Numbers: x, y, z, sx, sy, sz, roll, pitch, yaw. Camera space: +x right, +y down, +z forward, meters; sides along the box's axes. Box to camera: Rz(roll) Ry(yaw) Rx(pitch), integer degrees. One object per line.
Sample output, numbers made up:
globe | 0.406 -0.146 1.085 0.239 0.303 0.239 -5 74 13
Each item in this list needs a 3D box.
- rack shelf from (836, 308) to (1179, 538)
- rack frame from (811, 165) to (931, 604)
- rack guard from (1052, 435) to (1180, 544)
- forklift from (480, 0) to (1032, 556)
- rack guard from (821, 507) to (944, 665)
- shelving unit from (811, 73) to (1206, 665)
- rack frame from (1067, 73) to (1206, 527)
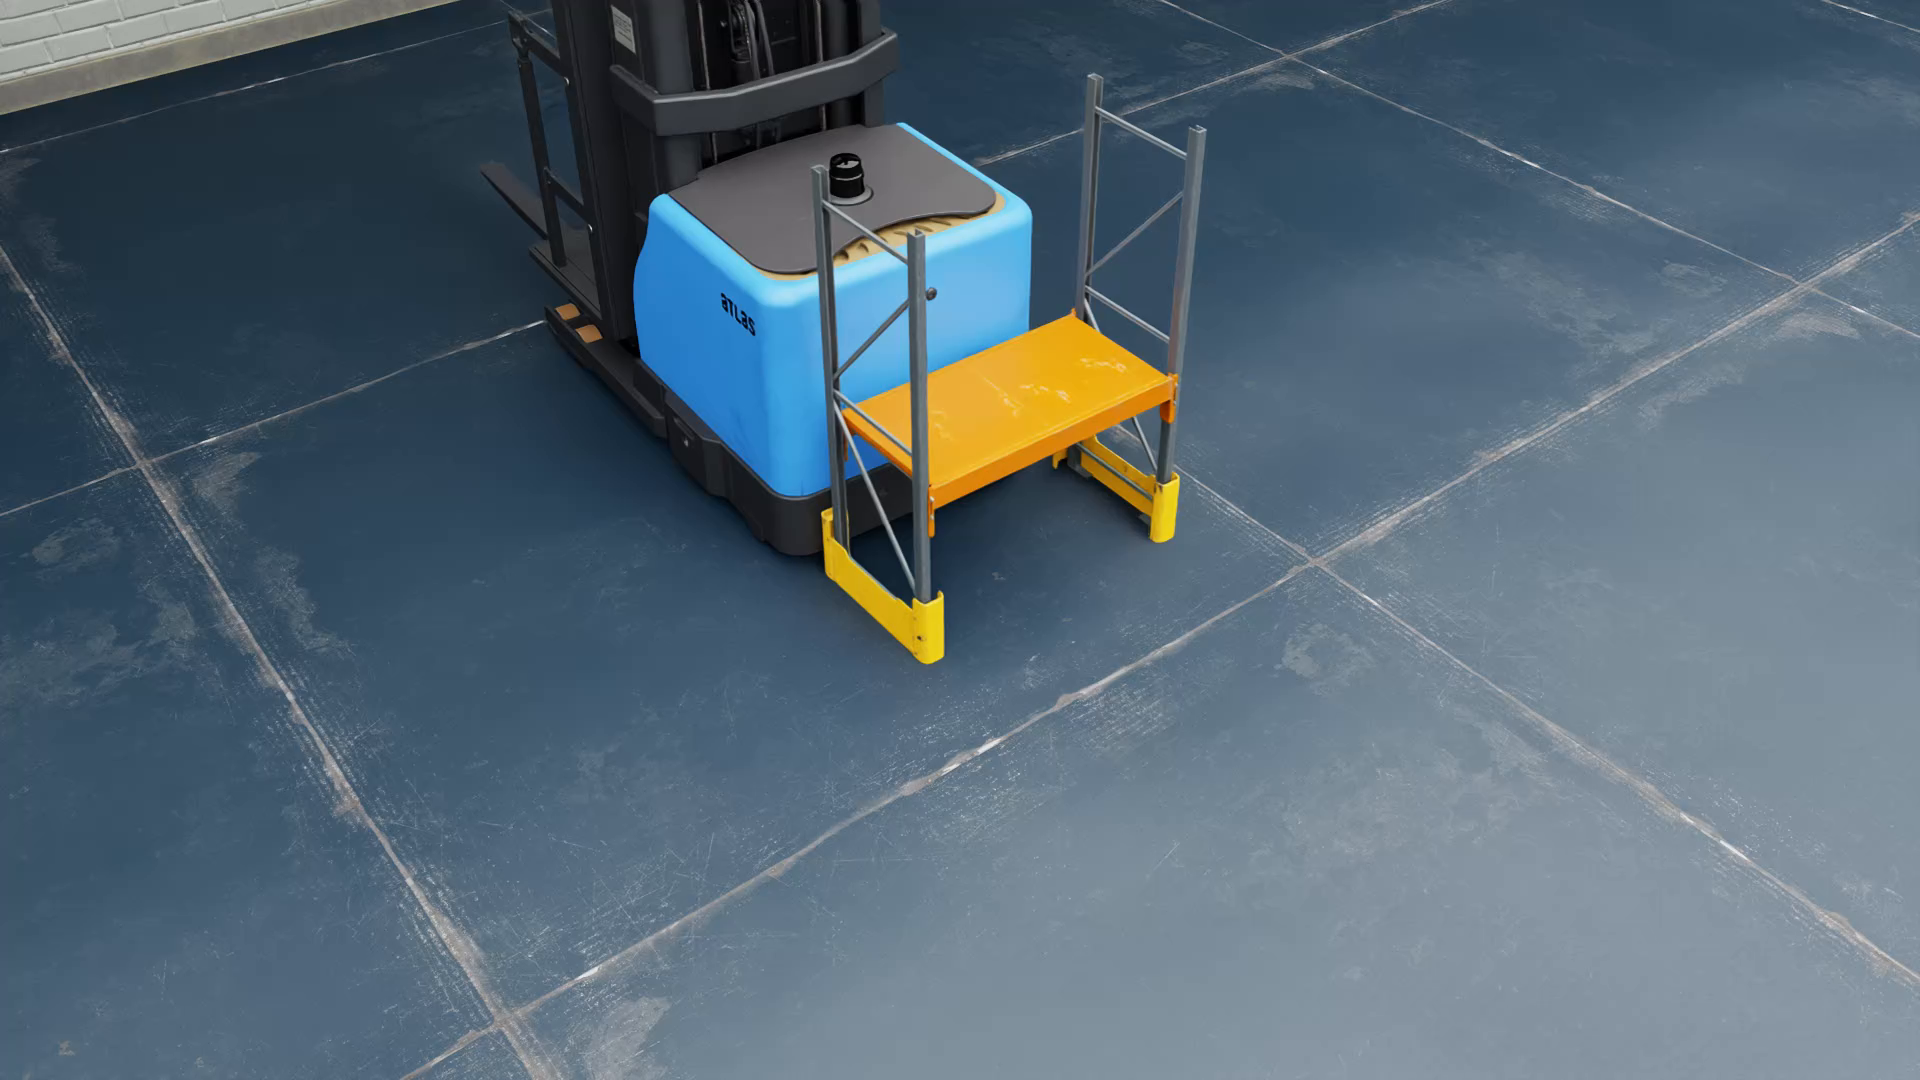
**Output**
rack shelf | 0.150 -0.399 5.338 1.000 0.185 0.538 -26 46 -28
rack frame | -0.254 -0.343 4.985 0.032 1.500 0.500 -26 46 -28
rack guard | 0.539 -0.243 5.849 0.087 0.250 0.587 -26 46 -28
forklift | -1.005 -1.974 5.846 1.130 2.935 3.031 -24 45 -26
rack guard | -0.253 0.140 5.382 0.087 0.250 0.587 -26 46 -28
shelving unit | 0.143 -0.535 5.219 1.083 1.500 0.587 -26 46 -28
rack frame | 0.555 -0.734 5.462 0.032 1.500 0.500 -26 46 -28
